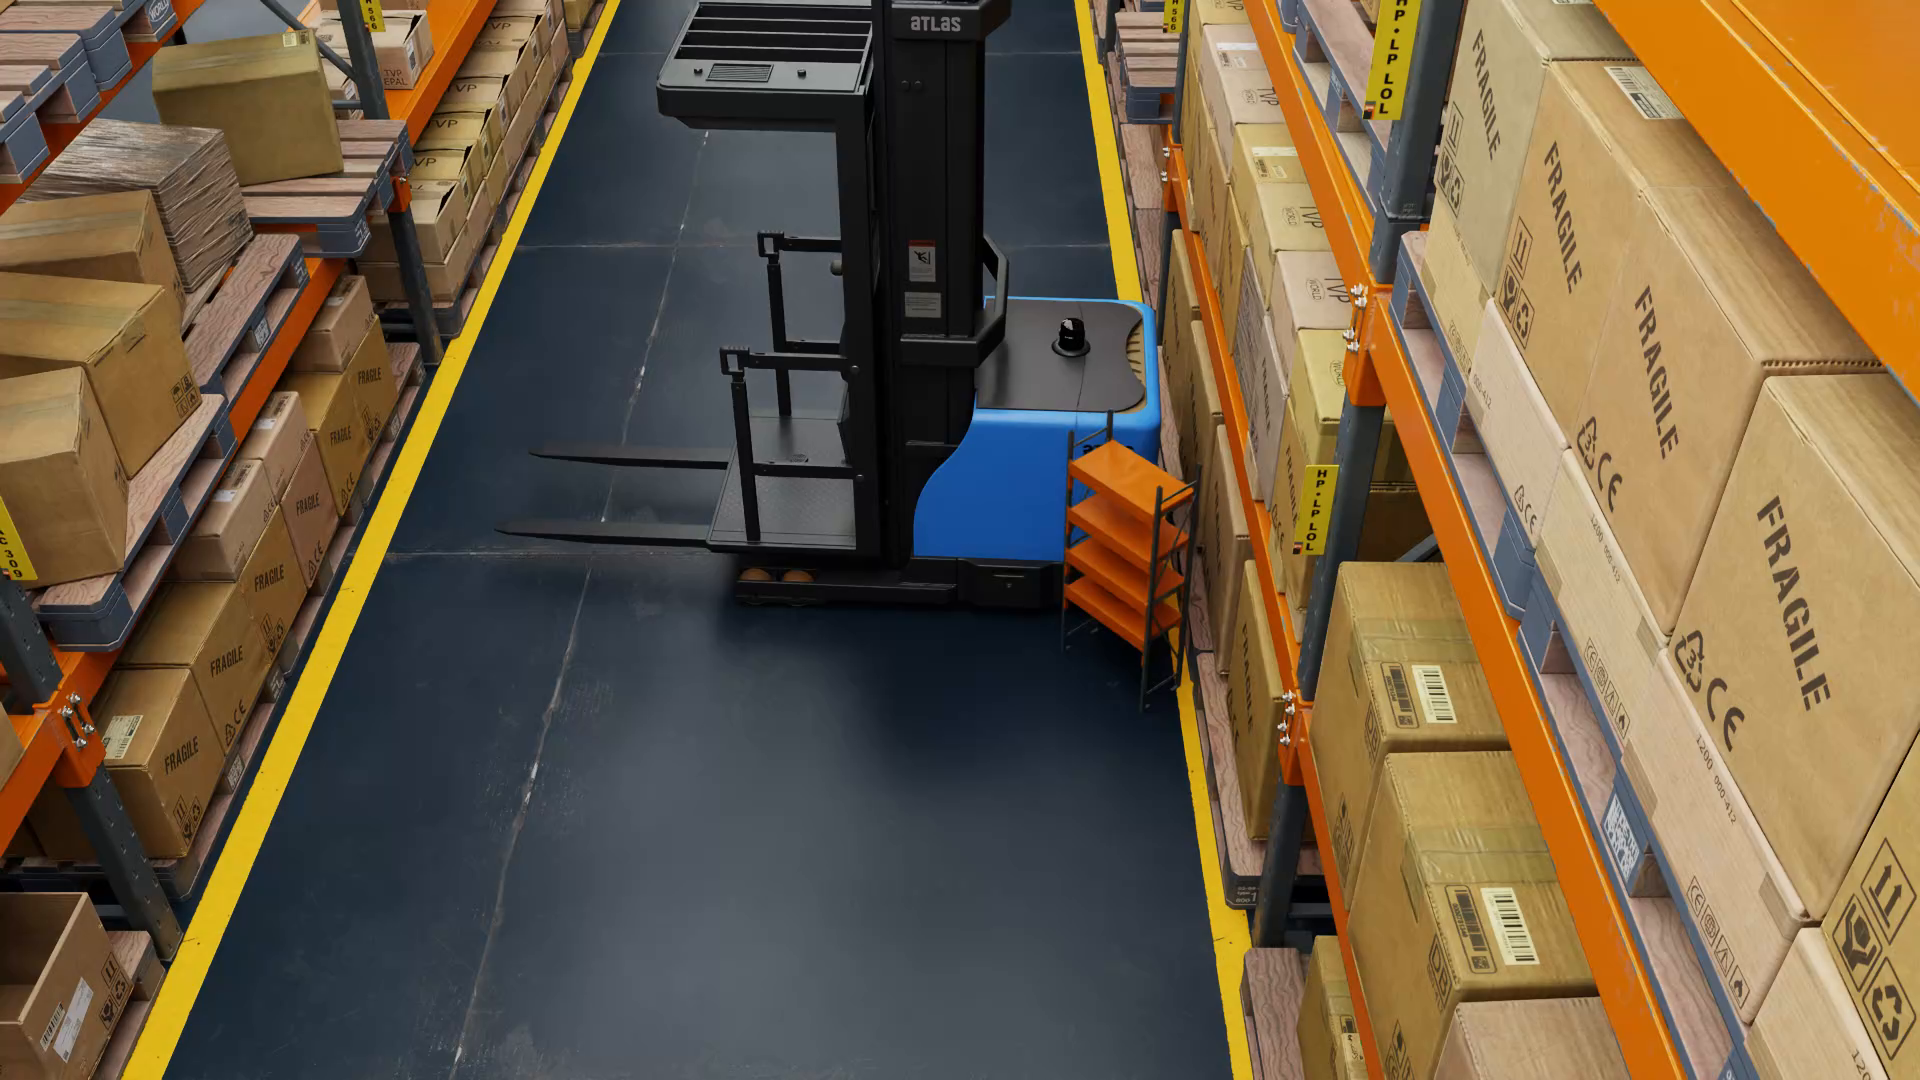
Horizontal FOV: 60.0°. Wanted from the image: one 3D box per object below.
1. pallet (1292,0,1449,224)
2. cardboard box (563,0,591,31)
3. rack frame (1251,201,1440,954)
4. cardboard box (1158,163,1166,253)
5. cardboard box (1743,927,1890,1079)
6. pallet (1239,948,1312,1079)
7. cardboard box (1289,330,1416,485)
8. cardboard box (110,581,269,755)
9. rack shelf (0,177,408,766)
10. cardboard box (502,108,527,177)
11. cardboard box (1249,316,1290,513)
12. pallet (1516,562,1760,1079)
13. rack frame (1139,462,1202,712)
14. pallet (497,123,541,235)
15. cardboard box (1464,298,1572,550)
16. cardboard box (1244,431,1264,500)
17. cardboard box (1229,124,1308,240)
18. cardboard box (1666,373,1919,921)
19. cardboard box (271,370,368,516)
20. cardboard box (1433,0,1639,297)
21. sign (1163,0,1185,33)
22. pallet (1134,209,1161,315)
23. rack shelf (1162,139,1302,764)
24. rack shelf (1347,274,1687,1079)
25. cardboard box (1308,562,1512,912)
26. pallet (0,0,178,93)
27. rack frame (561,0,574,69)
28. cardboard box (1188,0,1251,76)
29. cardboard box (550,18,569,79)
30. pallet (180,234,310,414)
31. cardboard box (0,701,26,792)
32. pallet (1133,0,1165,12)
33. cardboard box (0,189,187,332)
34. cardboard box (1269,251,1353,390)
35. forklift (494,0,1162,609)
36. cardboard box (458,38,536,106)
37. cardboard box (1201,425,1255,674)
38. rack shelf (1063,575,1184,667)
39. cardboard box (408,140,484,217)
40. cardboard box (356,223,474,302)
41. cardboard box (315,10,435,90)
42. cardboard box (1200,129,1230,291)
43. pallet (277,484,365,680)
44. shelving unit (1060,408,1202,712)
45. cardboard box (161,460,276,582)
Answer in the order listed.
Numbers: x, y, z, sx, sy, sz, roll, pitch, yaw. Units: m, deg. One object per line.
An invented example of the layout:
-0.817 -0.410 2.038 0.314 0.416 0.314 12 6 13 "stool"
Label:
1.529 -1.340 5.023 0.805 0.209 1.217 -1 39 -2 "pallet"
-3.081 -4.049 12.512 0.500 0.250 0.500 0 39 0 "cardboard box"
1.580 0.329 5.186 1.000 3.000 0.127 0 39 0 "rack frame"
1.522 -1.818 9.513 0.700 0.500 0.500 0 39 1 "cardboard box"
1.316 0.733 1.988 0.500 0.250 0.500 -1 39 -2 "cardboard box"
1.502 1.893 5.464 1.003 0.211 1.213 0 39 0 "pallet"
1.323 -0.418 5.185 0.500 0.250 0.500 1 39 1 "cardboard box"
-3.143 0.503 6.616 0.500 0.500 0.500 0 39 1 "cardboard box"
-3.376 -0.635 6.964 1.077 0.370 4.000 0 39 0 "rack shelf"
-3.094 -2.545 10.635 0.500 0.250 0.500 1 39 1 "cardboard box"
1.316 -0.441 5.813 0.500 0.500 0.500 0 39 0 "cardboard box"
1.569 0.466 2.687 1.003 0.211 1.213 0 39 0 "pallet"
0.852 0.215 6.763 0.240 1.200 0.015 -29 47 -30 "rack frame"
-3.339 -2.354 10.764 1.003 0.211 1.213 0 39 0 "pallet"
1.303 -0.234 3.195 0.500 0.250 0.500 -1 39 -1 "cardboard box"
1.258 -0.277 6.127 0.380 0.149 0.250 0 39 0 "cardboard box"
1.330 -1.375 6.380 0.500 0.250 0.500 -1 39 -1 "cardboard box"
1.312 0.127 2.145 0.500 0.500 0.500 -2 39 -2 "cardboard box"
-3.143 -0.454 7.810 0.500 0.500 0.500 -1 39 -2 "cardboard box"
1.300 -0.832 3.341 0.500 0.500 0.500 0 39 0 "cardboard box"
1.032 -2.587 7.962 0.100 0.325 0.005 0 39 0 "sign"
1.576 -1.572 9.789 1.003 0.211 1.213 0 39 0 "pallet"
1.577 -0.640 6.971 1.077 0.370 4.000 0 39 0 "rack shelf"
1.582 0.690 2.912 1.077 0.370 4.000 0 39 0 "rack shelf"
1.564 0.552 4.669 0.980 0.700 0.700 1 39 1 "cardboard box"
-3.309 -1.818 5.617 1.213 0.211 1.003 0 39 0 "pallet"
-3.383 -4.667 11.421 1.000 3.000 0.127 0 39 0 "rack frame"
1.318 -2.325 7.565 0.500 0.250 0.500 1 39 1 "cardboard box"
-3.093 -3.499 11.826 0.500 0.250 0.500 0 39 0 "cardboard box"
-3.372 -0.875 6.842 1.003 0.211 1.213 0 39 0 "pallet"
-3.117 0.609 4.757 0.500 0.500 0.500 1 39 1 "cardboard box"
1.532 -3.335 9.912 1.003 0.211 1.213 0 39 0 "pallet"
-3.438 -0.972 6.394 0.700 0.500 0.500 -9 40 -11 "cardboard box"
1.332 -0.738 5.584 0.500 0.250 0.500 1 39 1 "cardboard box"
-0.627 -1.168 7.109 3.031 2.935 1.130 2 39 3 "forklift"
-3.091 -3.087 10.863 0.500 0.311 0.500 0 39 0 "cardboard box"
1.445 0.042 6.927 0.750 0.750 0.750 1 39 1 "cardboard box"
0.696 0.305 7.076 0.258 0.148 0.480 -29 47 -30 "rack shelf"
-3.095 -2.132 9.672 0.500 0.311 0.500 -1 39 -1 "cardboard box"
-3.086 -1.585 9.437 0.500 0.250 0.500 0 39 0 "cardboard box"
-3.186 -2.691 9.026 0.500 0.311 0.500 0 39 -1 "cardboard box"
1.310 -1.393 7.001 0.500 0.500 0.500 0 39 0 "cardboard box"
-3.417 0.150 7.640 1.003 0.211 1.213 0 39 0 "pallet"
0.693 0.100 6.908 0.258 1.200 0.503 -29 47 -30 "shelving unit"
-3.132 -0.082 6.746 0.500 0.250 0.500 0 39 0 "cardboard box"
